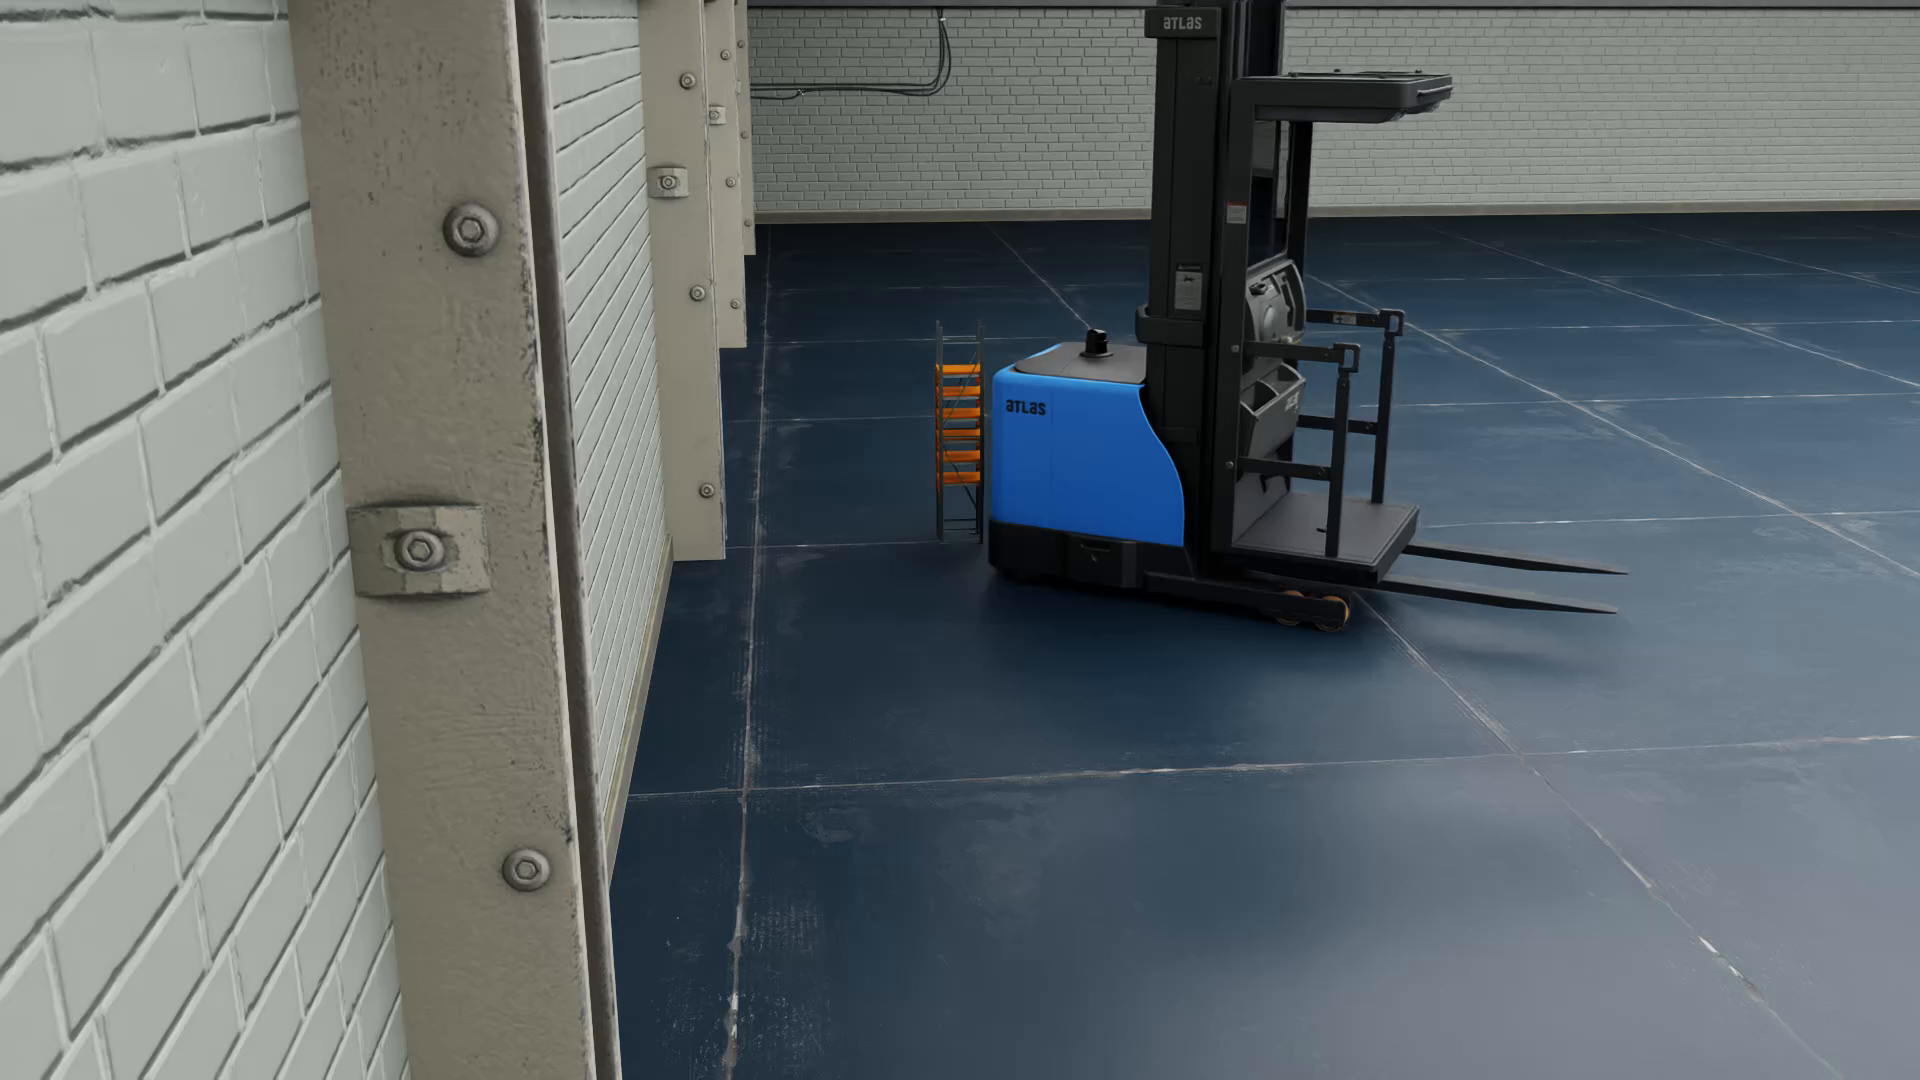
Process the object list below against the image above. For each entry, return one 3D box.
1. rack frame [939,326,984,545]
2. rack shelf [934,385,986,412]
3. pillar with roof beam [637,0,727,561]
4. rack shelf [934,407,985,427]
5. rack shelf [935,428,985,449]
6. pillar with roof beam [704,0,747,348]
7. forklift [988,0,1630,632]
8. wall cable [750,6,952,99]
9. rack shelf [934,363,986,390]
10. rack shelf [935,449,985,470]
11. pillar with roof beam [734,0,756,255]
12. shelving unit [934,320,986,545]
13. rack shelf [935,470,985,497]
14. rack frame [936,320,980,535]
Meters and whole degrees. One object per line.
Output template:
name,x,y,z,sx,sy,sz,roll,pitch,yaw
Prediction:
rack frame,0.008,-0.550,8.924,0.240,1.200,0.006,-2,18,-6
rack shelf,-0.002,-0.763,8.953,0.258,0.103,0.180,-2,18,-6
pillar with roof beam,2.857,-4.378,8.099,9.100,9.000,0.400,-2,18,-6
rack shelf,-0.001,-0.649,8.988,0.258,0.103,0.180,-2,18,-6
rack shelf,-0.001,-0.534,9.024,0.258,0.103,0.180,-2,18,-6
pillar with roof beam,2.238,-6.166,13.793,9.100,9.000,0.400,-2,18,-6
forklift,1.704,-1.148,7.942,3.031,2.935,1.130,8,19,24
wall cable,-1.651,-7.258,22.455,3.097,2.526,0.112,-2,18,-6
rack shelf,-0.002,-0.878,8.917,0.258,0.103,0.180,-2,18,-6
rack shelf,-0.001,-0.420,9.060,0.258,0.103,0.180,-2,18,-6
pillar with roof beam,1.619,-7.953,19.487,9.100,9.000,0.400,-2,18,-6
shelving unit,-0.001,-0.577,9.011,0.258,1.200,0.189,-2,18,-6
rack shelf,-0.001,-0.305,9.096,0.258,0.103,0.180,-2,18,-6
rack frame,-0.011,-0.604,9.098,0.240,1.200,0.006,-2,18,-6
